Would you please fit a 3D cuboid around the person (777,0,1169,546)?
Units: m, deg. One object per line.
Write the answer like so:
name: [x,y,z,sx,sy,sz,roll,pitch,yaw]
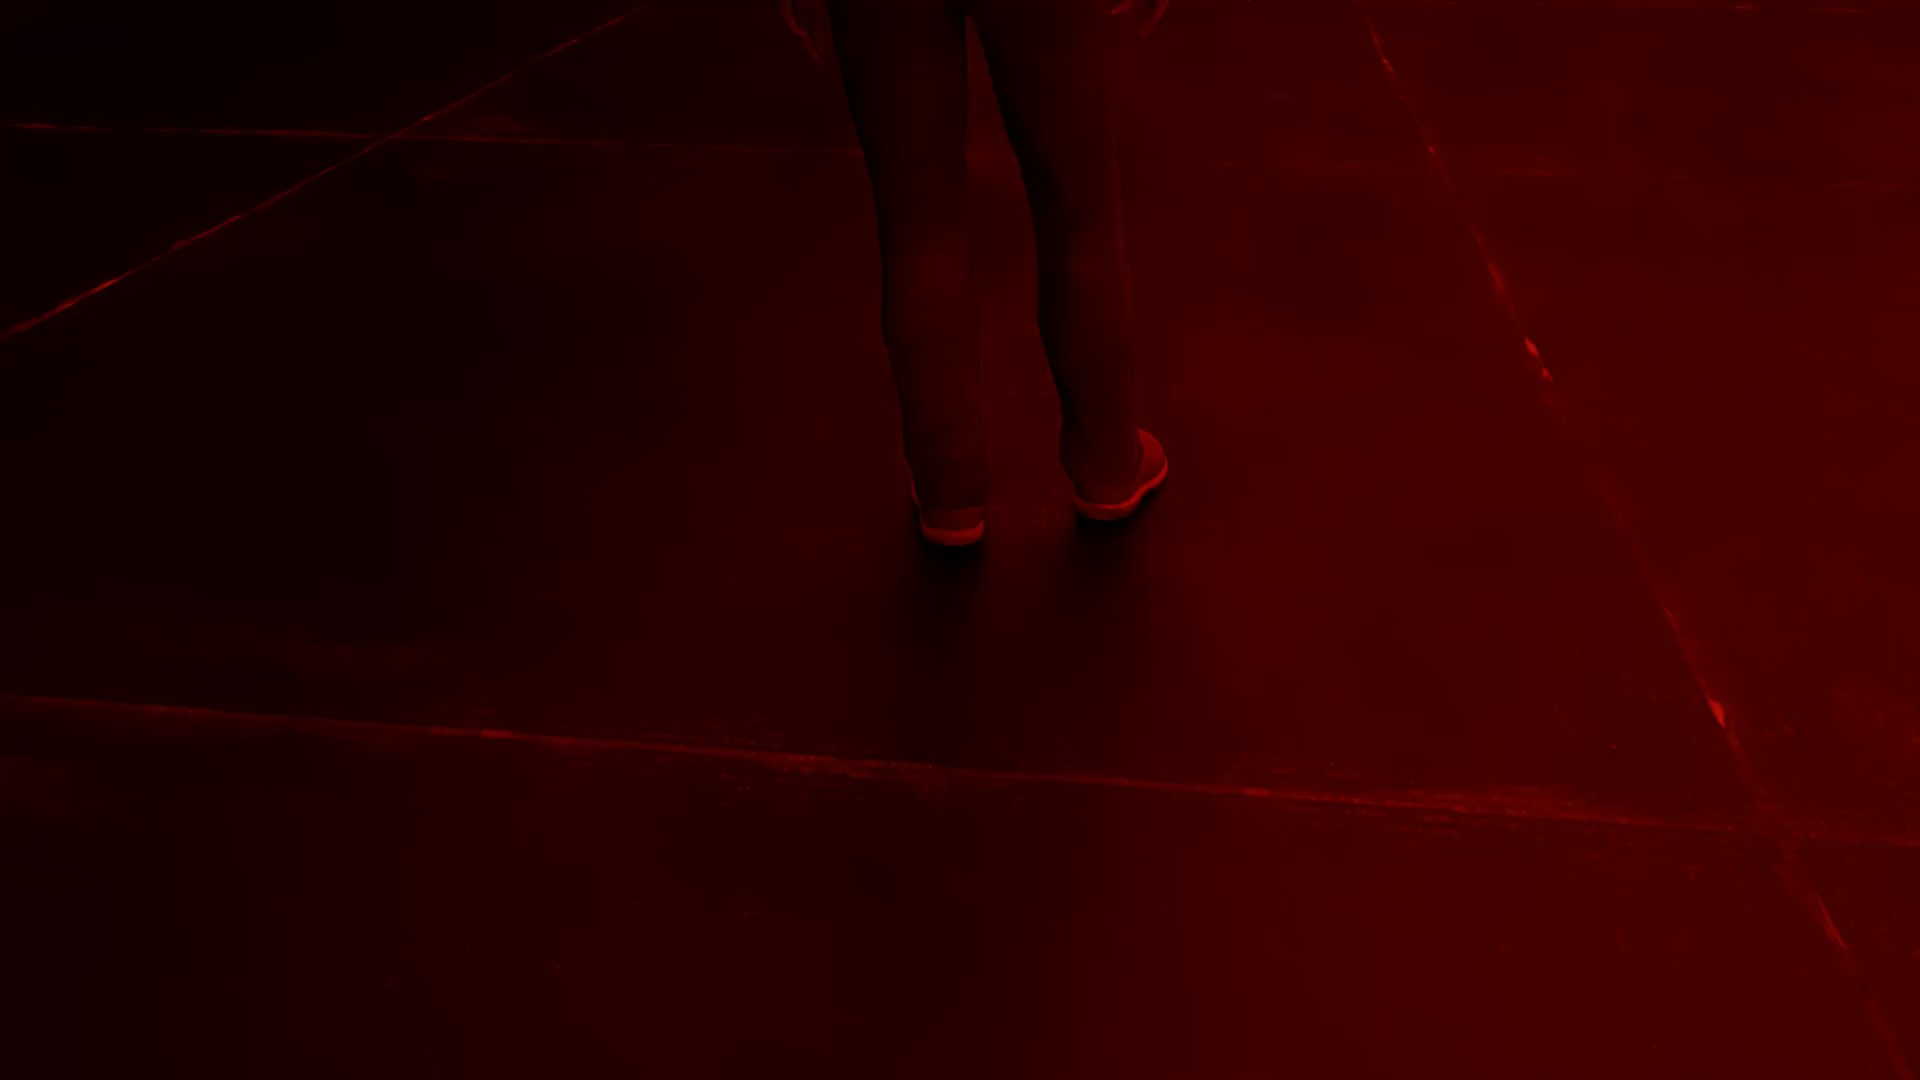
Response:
person: [0.031,-0.784,2.203,0.570,1.654,0.503,3,27,7]
